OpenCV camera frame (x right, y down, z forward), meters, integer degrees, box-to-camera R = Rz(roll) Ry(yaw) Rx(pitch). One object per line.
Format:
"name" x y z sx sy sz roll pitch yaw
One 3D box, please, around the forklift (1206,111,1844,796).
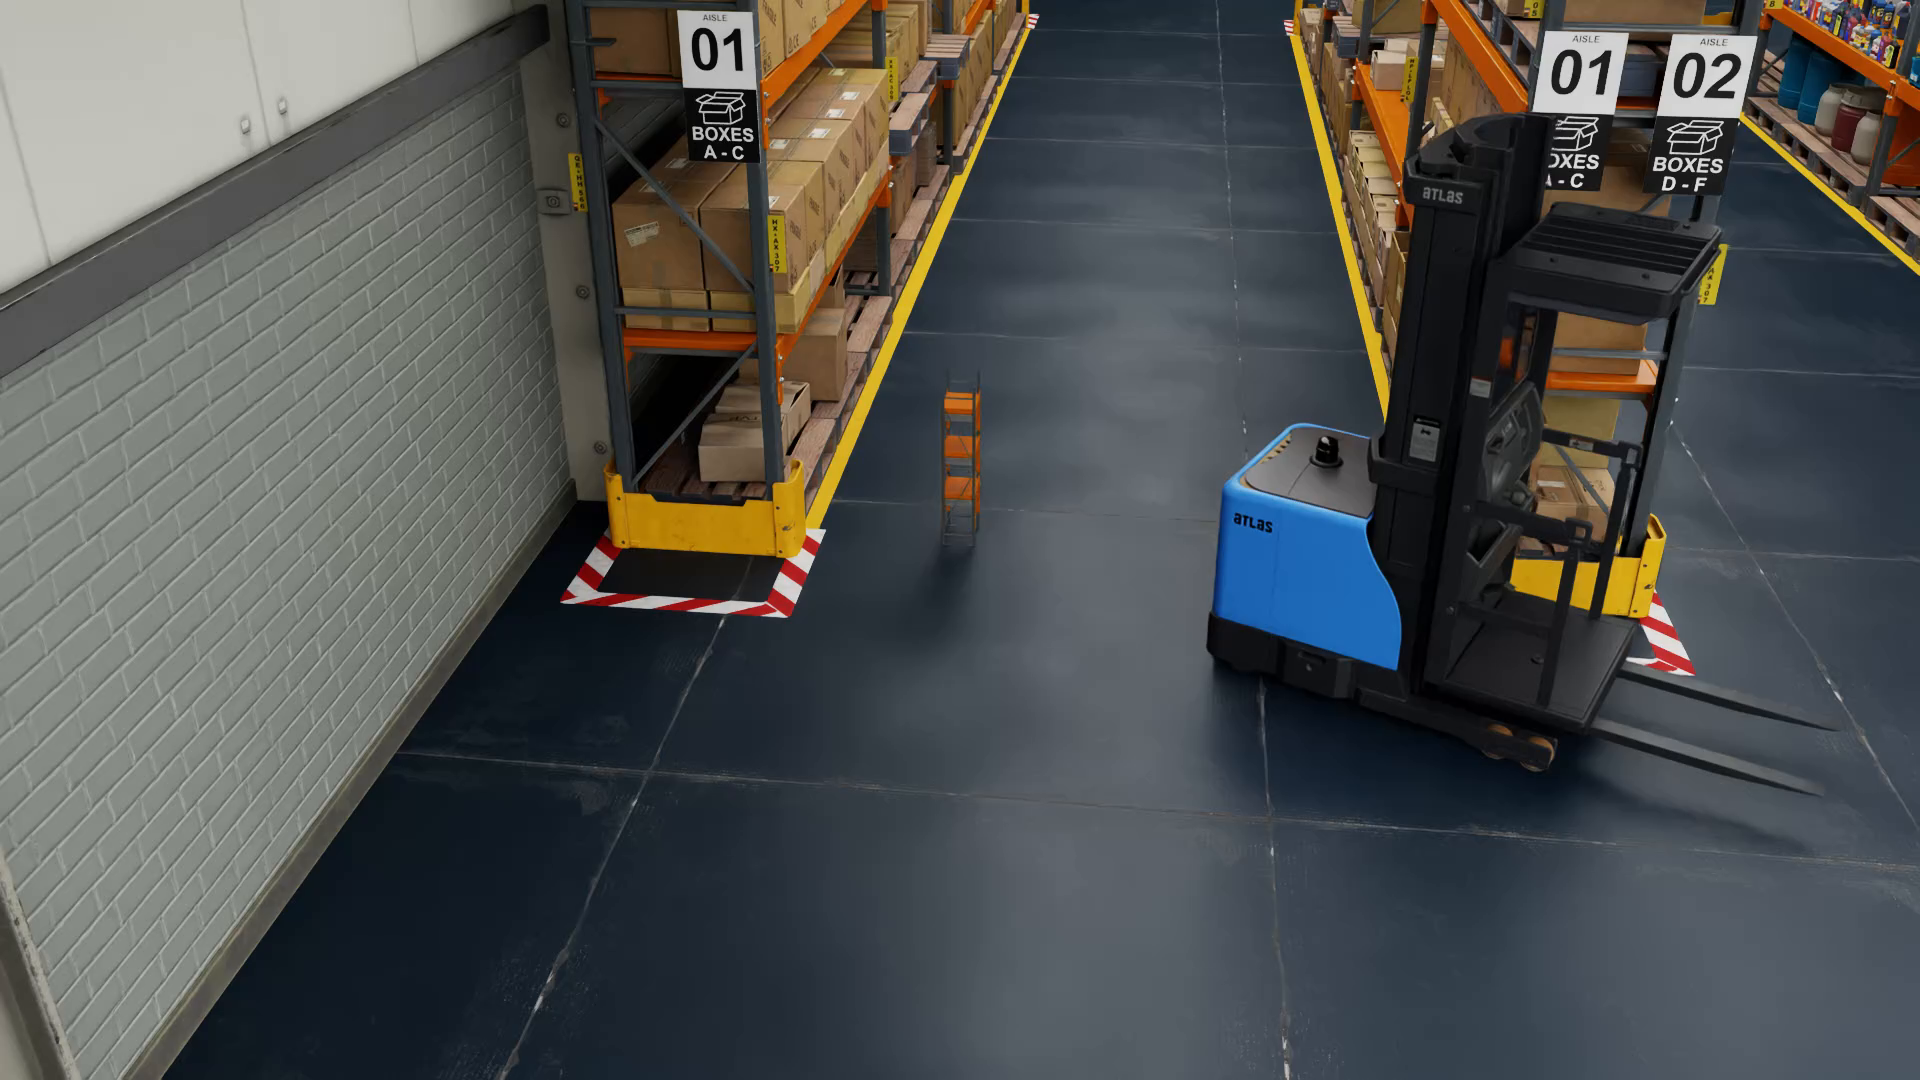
"forklift" 2.853 -0.445 7.986 3.031 2.935 1.130 17 33 28

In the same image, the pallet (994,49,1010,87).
"pallet" 0.086 -6.062 21.280 1.003 0.211 1.213 3 28 6

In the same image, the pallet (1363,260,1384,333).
"pallet" 3.903 -2.006 13.751 1.003 0.211 1.213 3 28 6

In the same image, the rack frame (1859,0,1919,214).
"rack frame" 9.257 -4.478 15.399 1.000 3.000 0.127 3 28 6

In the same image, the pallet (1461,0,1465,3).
"pallet" 3.773 -3.763 11.003 1.003 0.211 1.213 3 28 6

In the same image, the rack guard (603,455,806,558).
"rack guard" -1.546 -0.223 10.137 1.175 0.500 0.348 3 28 6

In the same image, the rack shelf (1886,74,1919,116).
"rack shelf" 9.012 -3.220 13.822 1.077 0.370 4.000 3 28 6

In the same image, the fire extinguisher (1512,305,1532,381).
"fire extinguisher" 2.886 -0.939 8.912 0.296 0.674 0.183 3 28 6

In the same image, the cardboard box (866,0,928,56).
"cardboard box" -0.664 -4.805 15.437 0.700 0.500 0.500 1 28 1

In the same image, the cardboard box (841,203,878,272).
"cardboard box" -0.991 -2.611 14.106 0.700 0.500 0.500 4 29 8

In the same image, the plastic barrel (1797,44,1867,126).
"plastic barrel" 9.577 -5.033 18.200 0.600 0.901 0.708 3 28 6

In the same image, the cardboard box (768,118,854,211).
"cardboard box" -1.007 -2.487 11.049 0.500 0.500 0.500 4 29 8

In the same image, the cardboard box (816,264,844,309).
"cardboard box" -1.153 -1.773 12.550 0.500 0.500 0.500 1 28 2

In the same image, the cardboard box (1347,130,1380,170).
"cardboard box" 3.986 -3.759 15.930 0.500 0.311 0.500 4 29 8

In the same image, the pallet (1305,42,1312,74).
"pallet" 5.064 -6.322 21.762 1.003 0.211 1.213 3 28 6

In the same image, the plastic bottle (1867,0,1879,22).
"plastic bottle" 9.787 -5.689 17.783 0.097 0.271 0.097 0 28 0

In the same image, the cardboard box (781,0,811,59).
"cardboard box" -1.165 -3.055 9.469 0.500 0.500 0.500 5 29 10

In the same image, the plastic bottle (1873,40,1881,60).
"plastic bottle" 8.944 -4.767 16.146 0.097 0.201 0.097 0 28 0

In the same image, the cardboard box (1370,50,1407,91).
"cardboard box" 4.040 -4.318 15.197 0.500 0.311 0.500 3 28 6

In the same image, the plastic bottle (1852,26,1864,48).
"plastic bottle" 9.016 -5.042 16.656 0.097 0.201 0.097 0 28 0

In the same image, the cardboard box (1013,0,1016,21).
"cardboard box" 0.419 -7.568 23.328 0.700 0.500 0.500 3 28 6

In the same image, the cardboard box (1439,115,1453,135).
"cardboard box" 3.566 -2.859 11.605 0.380 0.149 0.250 3 28 5

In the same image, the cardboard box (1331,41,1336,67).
"cardboard box" 4.408 -5.389 18.472 0.500 0.250 0.500 3 29 6

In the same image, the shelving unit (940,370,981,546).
"shelving unit" 0.007 -0.487 10.048 0.215 1.050 0.252 3 28 6

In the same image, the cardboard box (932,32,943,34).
"cardboard box" -0.305 -5.093 16.785 0.380 0.149 0.250 3 28 5

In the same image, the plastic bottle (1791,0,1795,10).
"plastic bottle" 9.255 -5.992 18.346 0.097 0.271 0.097 0 28 0

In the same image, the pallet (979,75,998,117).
"pallet" -0.105 -5.341 19.942 1.003 0.211 1.213 3 28 6

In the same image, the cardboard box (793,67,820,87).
"cardboard box" -1.330 -3.235 12.438 0.500 0.500 0.500 3 28 5

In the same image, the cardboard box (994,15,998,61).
"cardboard box" 0.108 -6.367 21.098 0.700 0.500 0.500 4 29 7

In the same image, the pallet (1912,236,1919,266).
"pallet" 8.972 -2.315 14.325 1.003 0.211 1.213 3 28 6

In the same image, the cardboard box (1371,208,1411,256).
"cardboard box" 3.674 -2.558 13.701 0.500 0.311 0.500 4 29 8

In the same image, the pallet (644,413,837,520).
"pallet" -1.411 -0.476 10.912 1.003 0.211 1.213 3 28 6

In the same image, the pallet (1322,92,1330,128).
"pallet" 4.770 -5.038 19.378 1.003 0.211 1.213 3 28 6

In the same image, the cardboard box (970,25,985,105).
"cardboard box" -0.141 -5.443 19.014 0.750 0.750 0.750 4 29 8

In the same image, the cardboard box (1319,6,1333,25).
"cardboard box" 5.057 -6.630 21.561 0.797 0.503 0.637 3 28 6

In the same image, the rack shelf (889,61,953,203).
"rack shelf" -0.820 -3.795 14.891 1.077 0.370 4.000 3 28 6

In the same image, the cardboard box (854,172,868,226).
"cardboard box" -0.938 -2.401 11.682 0.500 0.250 0.500 3 28 6

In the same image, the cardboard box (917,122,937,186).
"cardboard box" -0.611 -3.805 16.322 0.700 0.500 0.500 4 29 7

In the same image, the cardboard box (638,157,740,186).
"cardboard box" -1.637 -2.031 10.204 0.500 0.500 0.500 4 29 7

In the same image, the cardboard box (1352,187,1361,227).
"cardboard box" 3.868 -3.031 15.169 0.500 0.250 0.500 3 28 5

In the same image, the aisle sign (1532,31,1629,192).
"aisle sign" 3.062 -2.132 8.304 0.394 0.787 0.004 3 28 6

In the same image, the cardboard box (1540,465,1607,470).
"cardboard box" 3.706 -0.451 10.381 0.500 0.250 0.500 3 28 6

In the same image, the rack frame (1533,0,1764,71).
"rack frame" 3.362 -3.643 7.524 1.000 3.000 0.127 3 28 6

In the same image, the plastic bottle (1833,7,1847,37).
"plastic bottle" 9.063 -5.329 17.103 0.061 0.283 0.133 3 28 6

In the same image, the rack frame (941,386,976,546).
"rack frame" -0.008 -0.430 9.941 0.200 1.050 0.008 3 28 6

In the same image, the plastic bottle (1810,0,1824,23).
"plastic bottle" 9.199 -5.674 17.751 0.152 0.276 0.135 3 28 6

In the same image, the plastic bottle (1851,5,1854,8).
"plastic bottle" 9.249 -5.410 17.265 0.097 0.271 0.097 0 28 0

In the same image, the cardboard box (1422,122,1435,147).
"cardboard box" 3.869 -3.053 12.912 0.500 0.250 0.500 5 29 9

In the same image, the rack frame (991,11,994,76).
"rack frame" -0.085 -6.936 19.963 1.000 3.000 0.127 3 28 6

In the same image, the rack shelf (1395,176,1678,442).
"rack shelf" 3.607 -1.626 10.865 1.077 0.370 4.000 3 28 6

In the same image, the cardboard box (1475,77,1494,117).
"cardboard box" 3.619 -2.582 10.406 0.700 0.500 0.500 3 28 6

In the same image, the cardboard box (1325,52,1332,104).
"cardboard box" 4.476 -5.278 19.056 0.500 0.500 0.500 4 29 7

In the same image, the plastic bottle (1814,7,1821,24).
"plastic bottle" 9.158 -5.589 17.670 0.097 0.201 0.097 0 28 0

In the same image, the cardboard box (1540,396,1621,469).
"cardboard box" 3.707 -0.781 10.203 0.500 0.500 0.500 3 28 6

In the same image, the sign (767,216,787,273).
"sign" -1.017 -1.638 9.214 0.100 0.325 0.005 3 28 6

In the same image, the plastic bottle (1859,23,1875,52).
"plastic bottle" 8.992 -4.982 16.470 0.097 0.271 0.097 0 28 0
